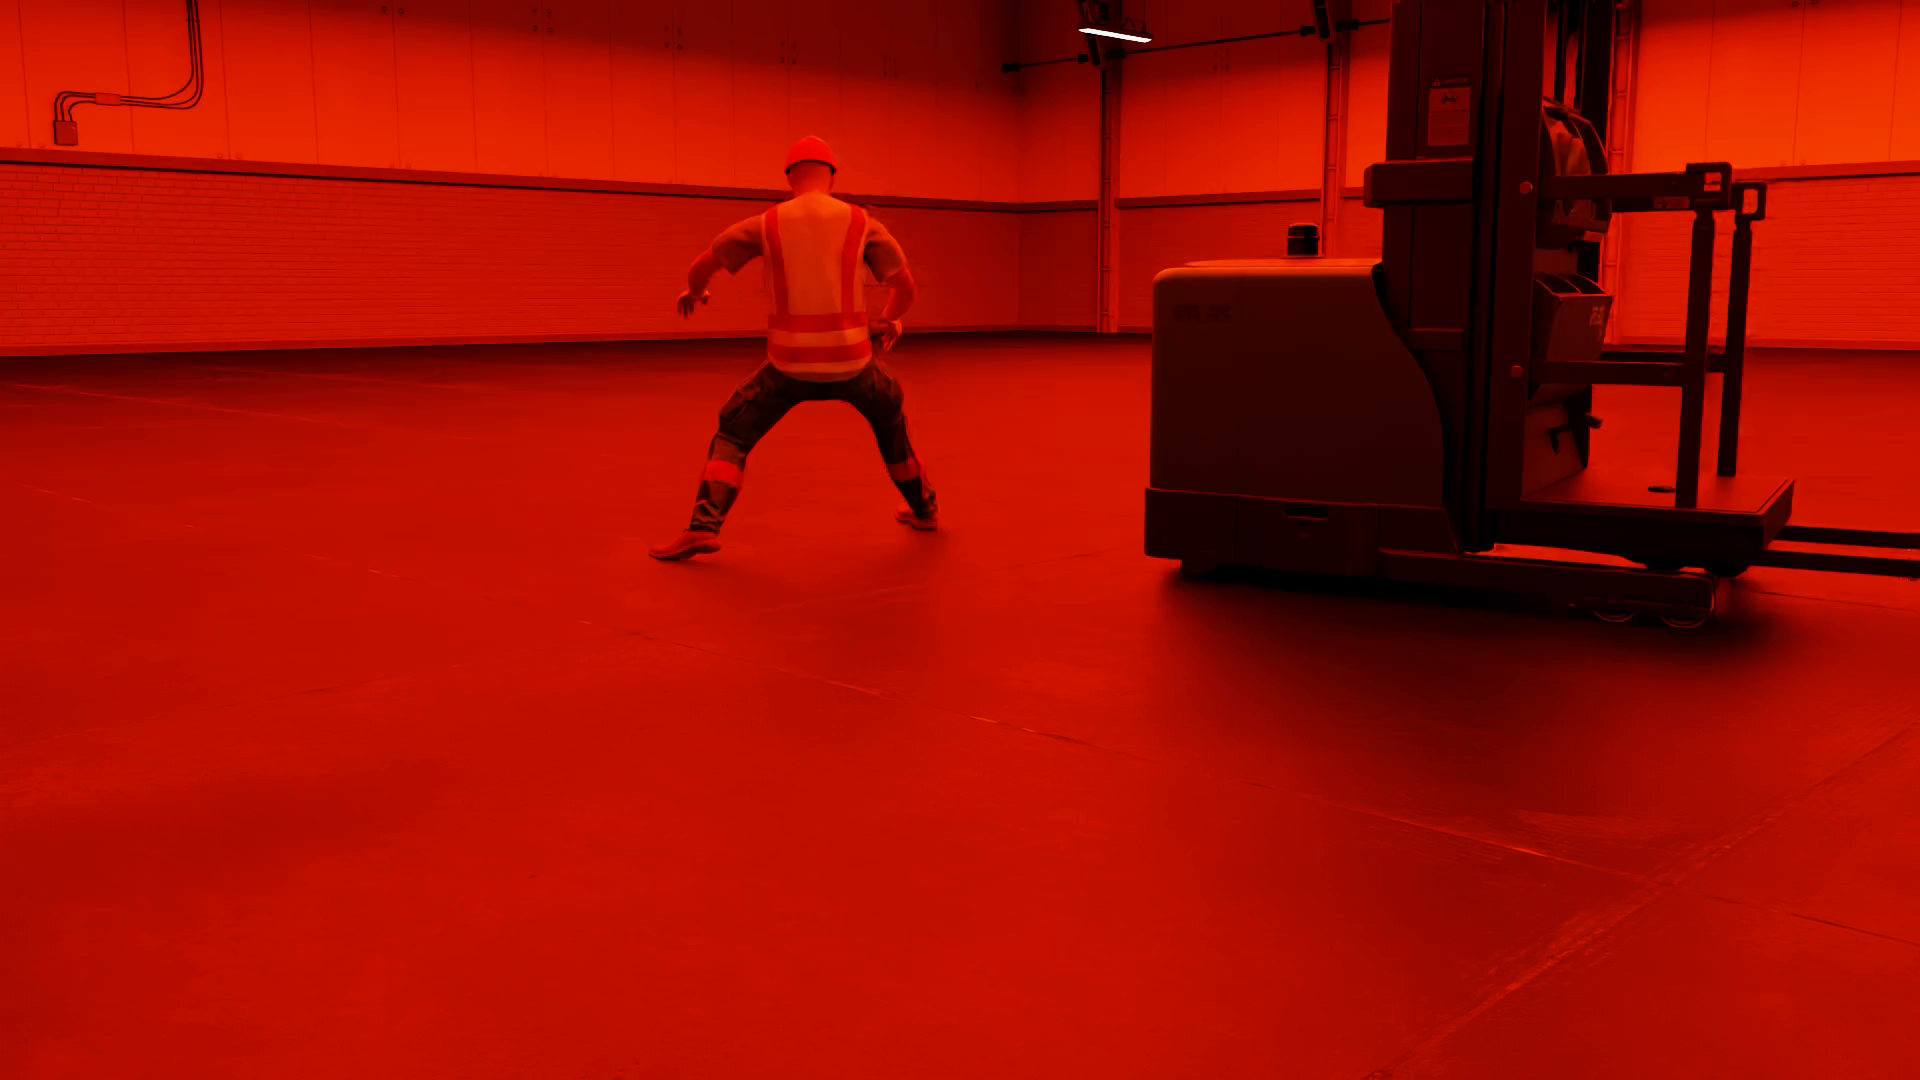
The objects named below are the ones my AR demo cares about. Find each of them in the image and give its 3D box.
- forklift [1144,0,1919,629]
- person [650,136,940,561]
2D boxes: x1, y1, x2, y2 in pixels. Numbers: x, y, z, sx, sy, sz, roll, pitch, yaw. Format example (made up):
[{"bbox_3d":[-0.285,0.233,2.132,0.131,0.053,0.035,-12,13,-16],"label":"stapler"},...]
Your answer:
[{"bbox_3d":[2.183,-1.273,5.330,3.031,2.935,1.130,5,10,30],"label":"forklift"},{"bbox_3d":[-0.629,-0.766,6.527,1.157,1.591,1.003,-1,9,-7],"label":"person"}]
